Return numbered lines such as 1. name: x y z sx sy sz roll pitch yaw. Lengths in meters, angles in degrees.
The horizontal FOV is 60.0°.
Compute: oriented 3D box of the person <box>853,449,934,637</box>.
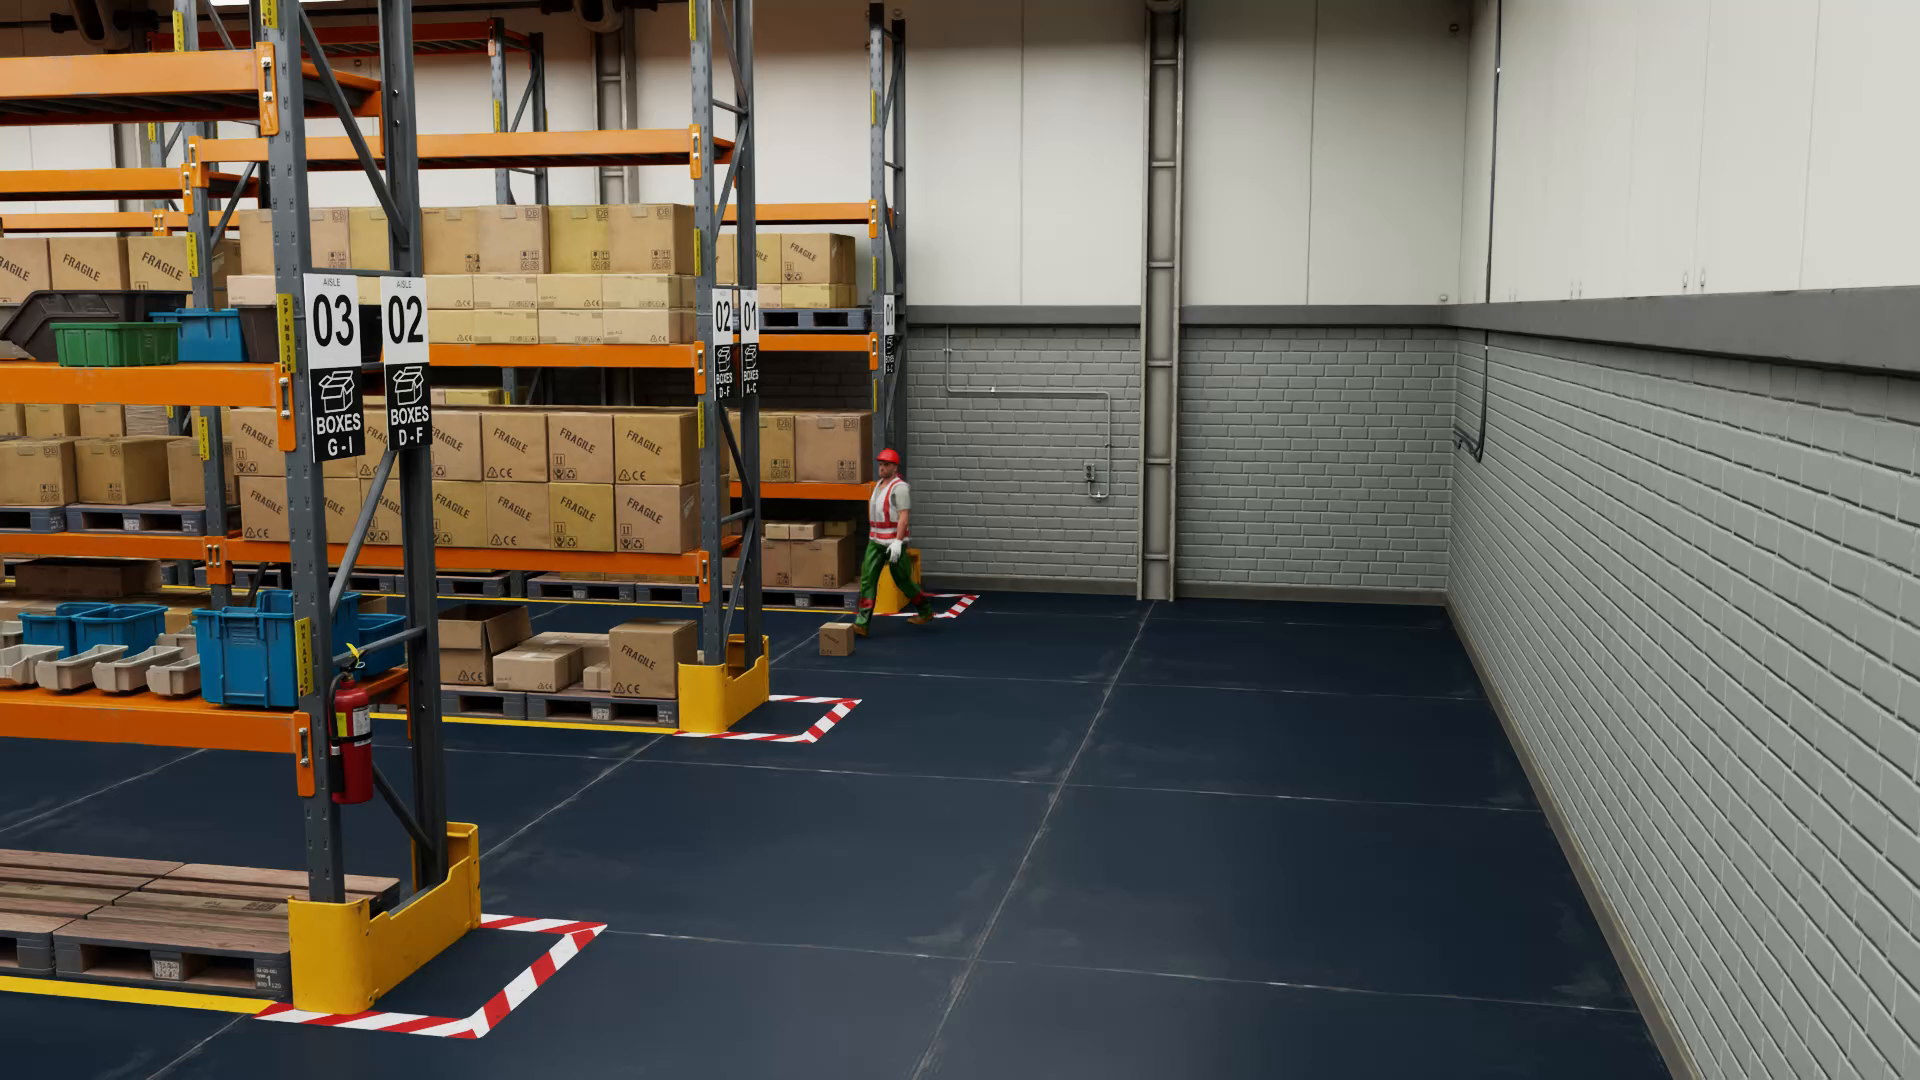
1. person: -0.672 0.024 15.582 1.012 1.761 0.609 -6 10 -38
